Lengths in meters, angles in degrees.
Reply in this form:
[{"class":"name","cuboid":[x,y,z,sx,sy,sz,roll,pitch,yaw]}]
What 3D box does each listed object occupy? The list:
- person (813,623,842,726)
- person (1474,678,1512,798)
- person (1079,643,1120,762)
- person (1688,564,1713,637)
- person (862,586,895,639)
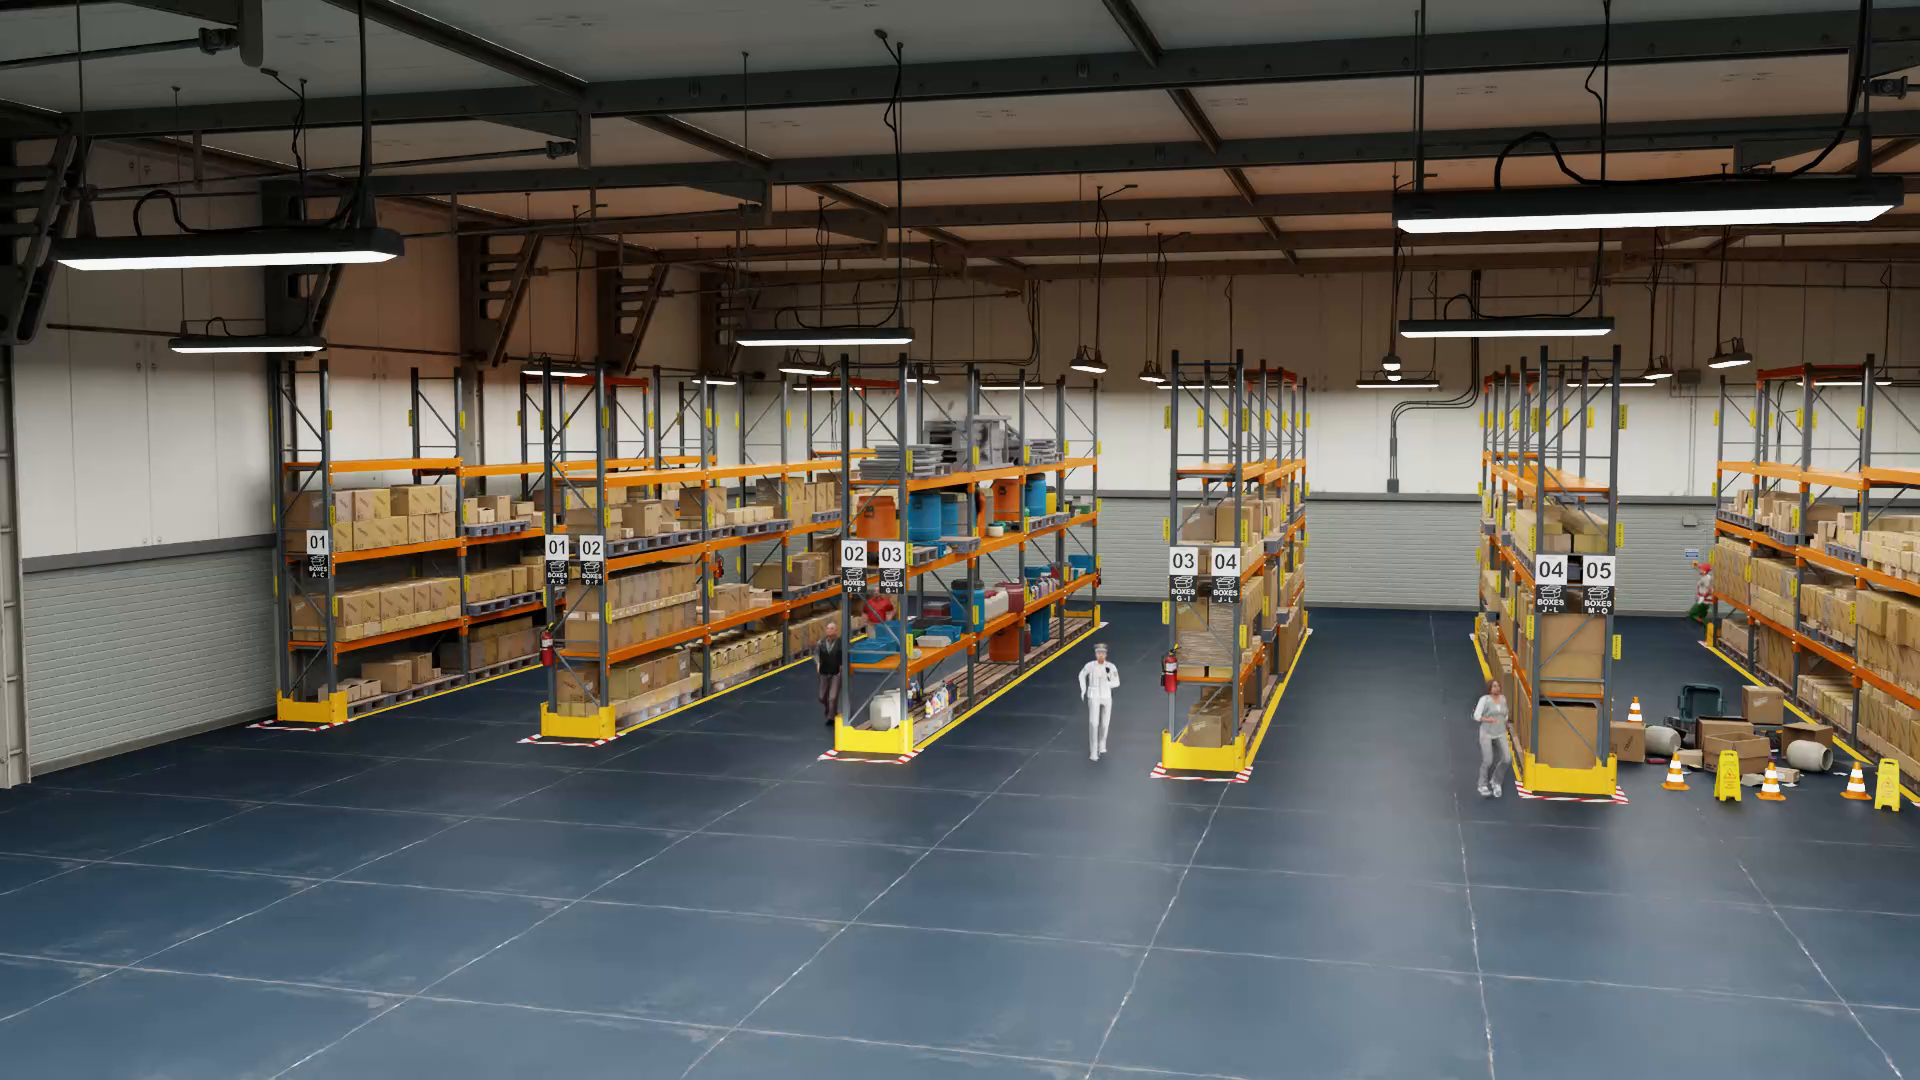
[{"class":"person","cuboid":[-2.104,2.199,27.310,0.647,1.677,0.571,1,4,8]},{"class":"person","cuboid":[7.076,2.628,22.026,0.543,1.593,0.591,0,4,-6]},{"class":"person","cuboid":[2.069,2.392,24.604,0.576,1.749,0.710,0,4,0]},{"class":"person","cuboid":[17.024,1.394,38.176,0.539,1.712,0.718,3,5,37]},{"class":"person","cuboid":[-1.658,1.766,33.233,0.653,1.679,0.583,0,4,7]}]
